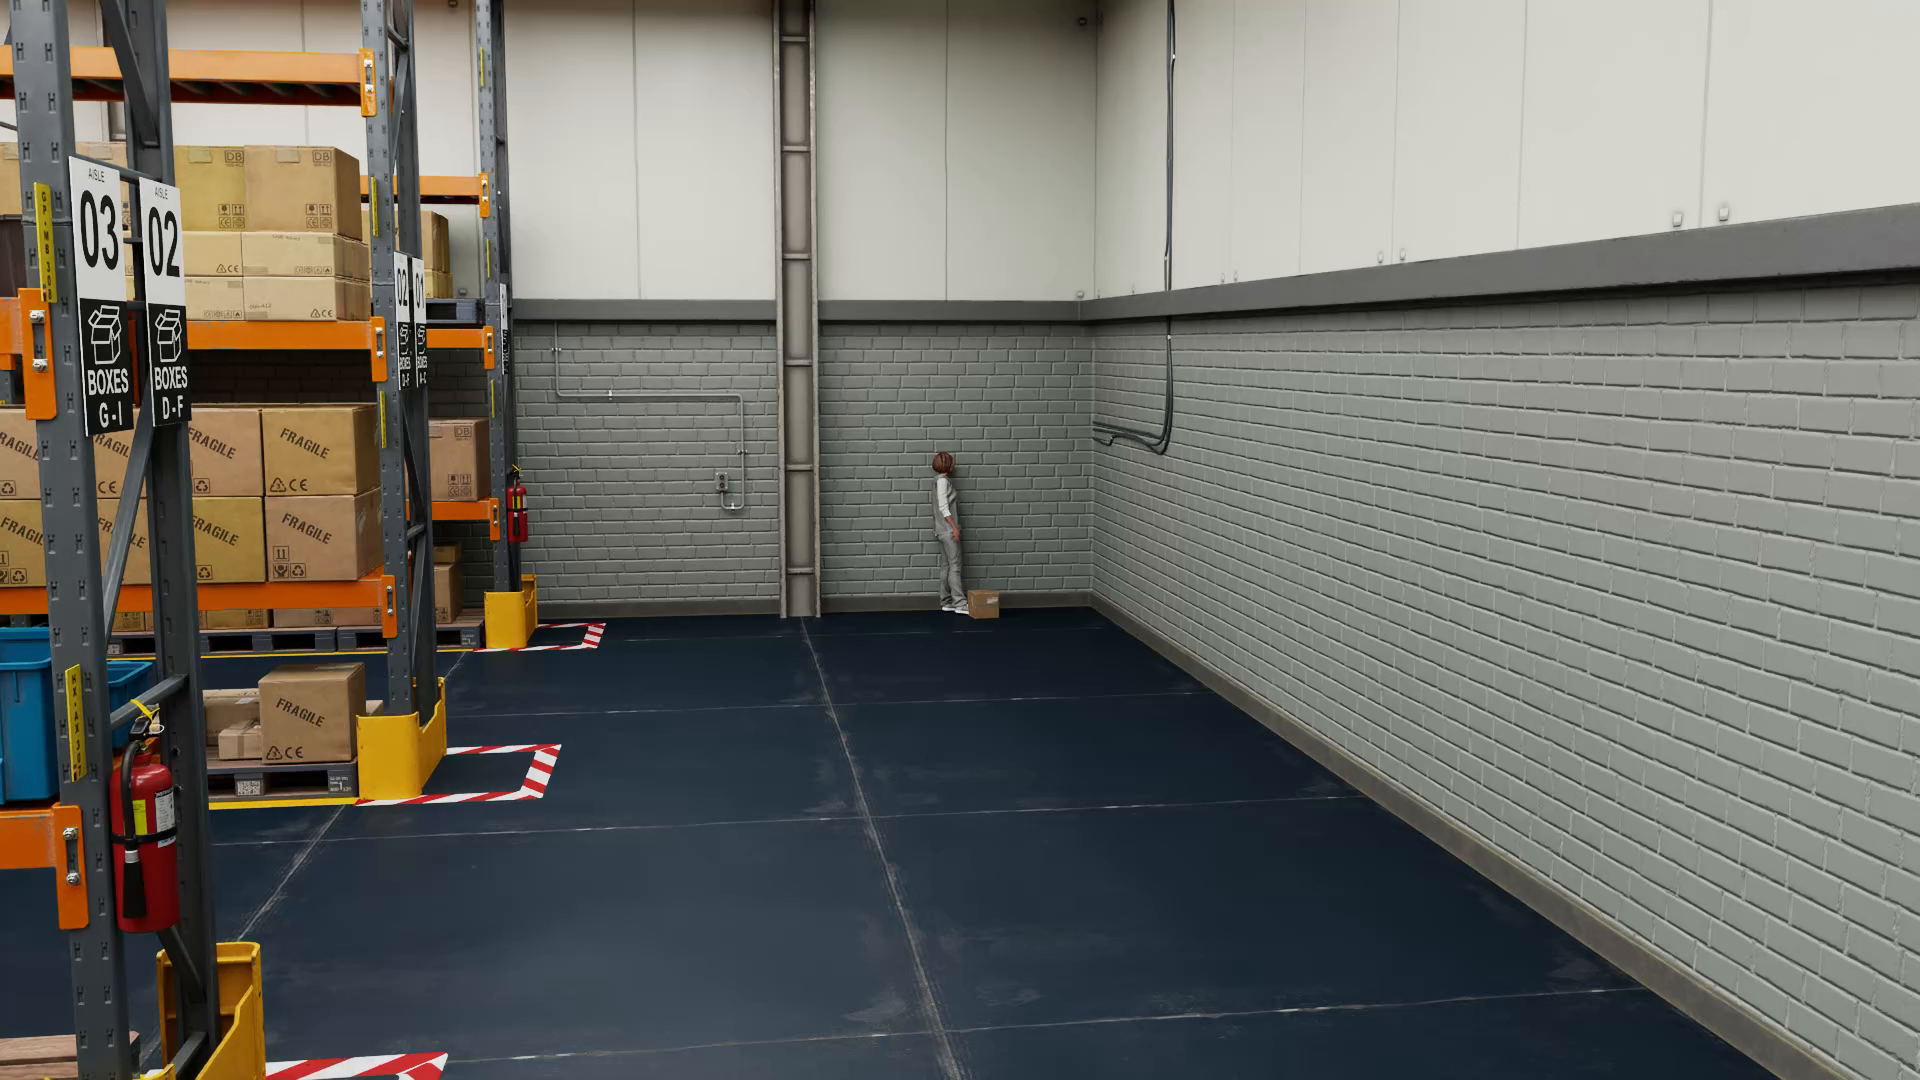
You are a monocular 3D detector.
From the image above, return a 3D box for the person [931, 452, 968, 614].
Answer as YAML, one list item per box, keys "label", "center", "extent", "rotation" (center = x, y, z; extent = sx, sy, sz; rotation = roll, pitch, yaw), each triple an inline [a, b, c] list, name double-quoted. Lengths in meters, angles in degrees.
- label: "person"
  center: [-0.047, -0.077, 16.601]
  extent: [0.475, 1.597, 0.520]
  rotation: [-1, 7, -9]
